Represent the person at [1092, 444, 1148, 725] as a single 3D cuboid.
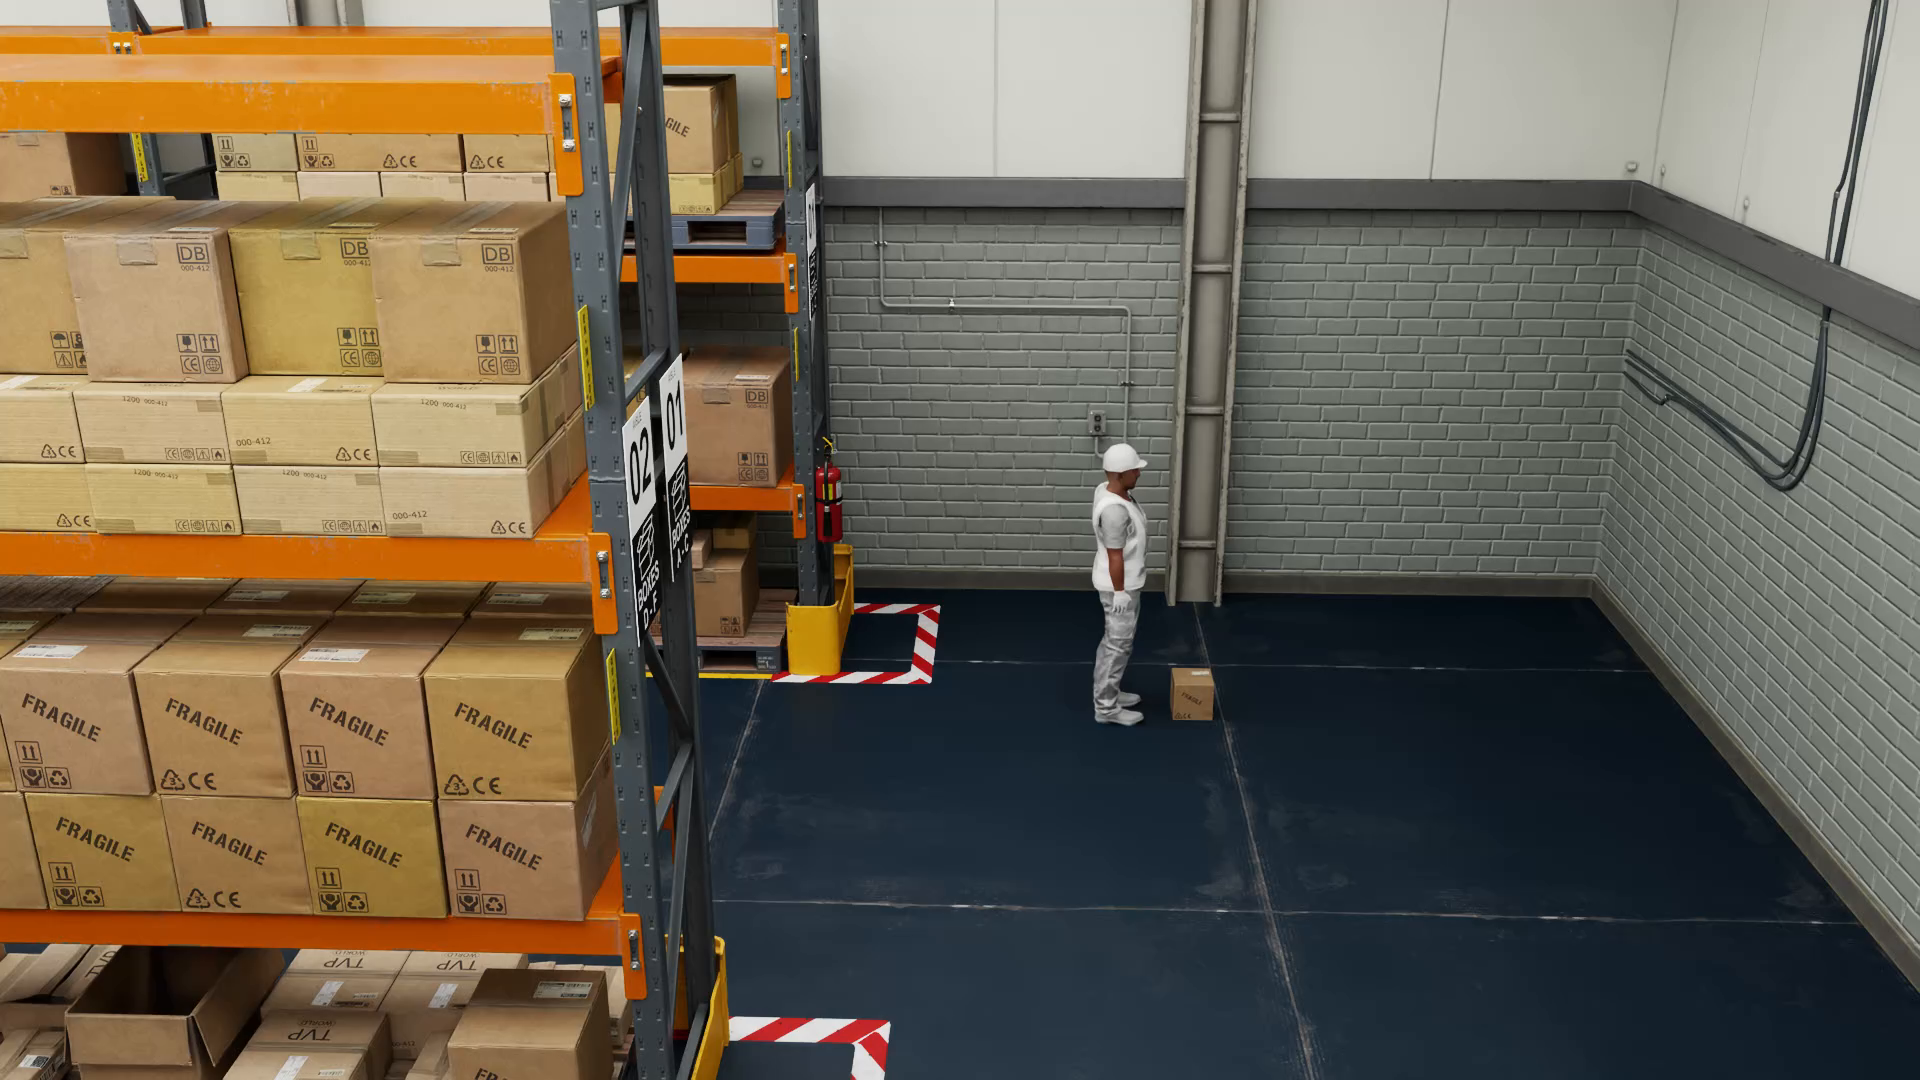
[{"bbox_3d":[0.990,0.259,10.362,0.359,1.780,0.545,1,21,3],"label":"person"}]
